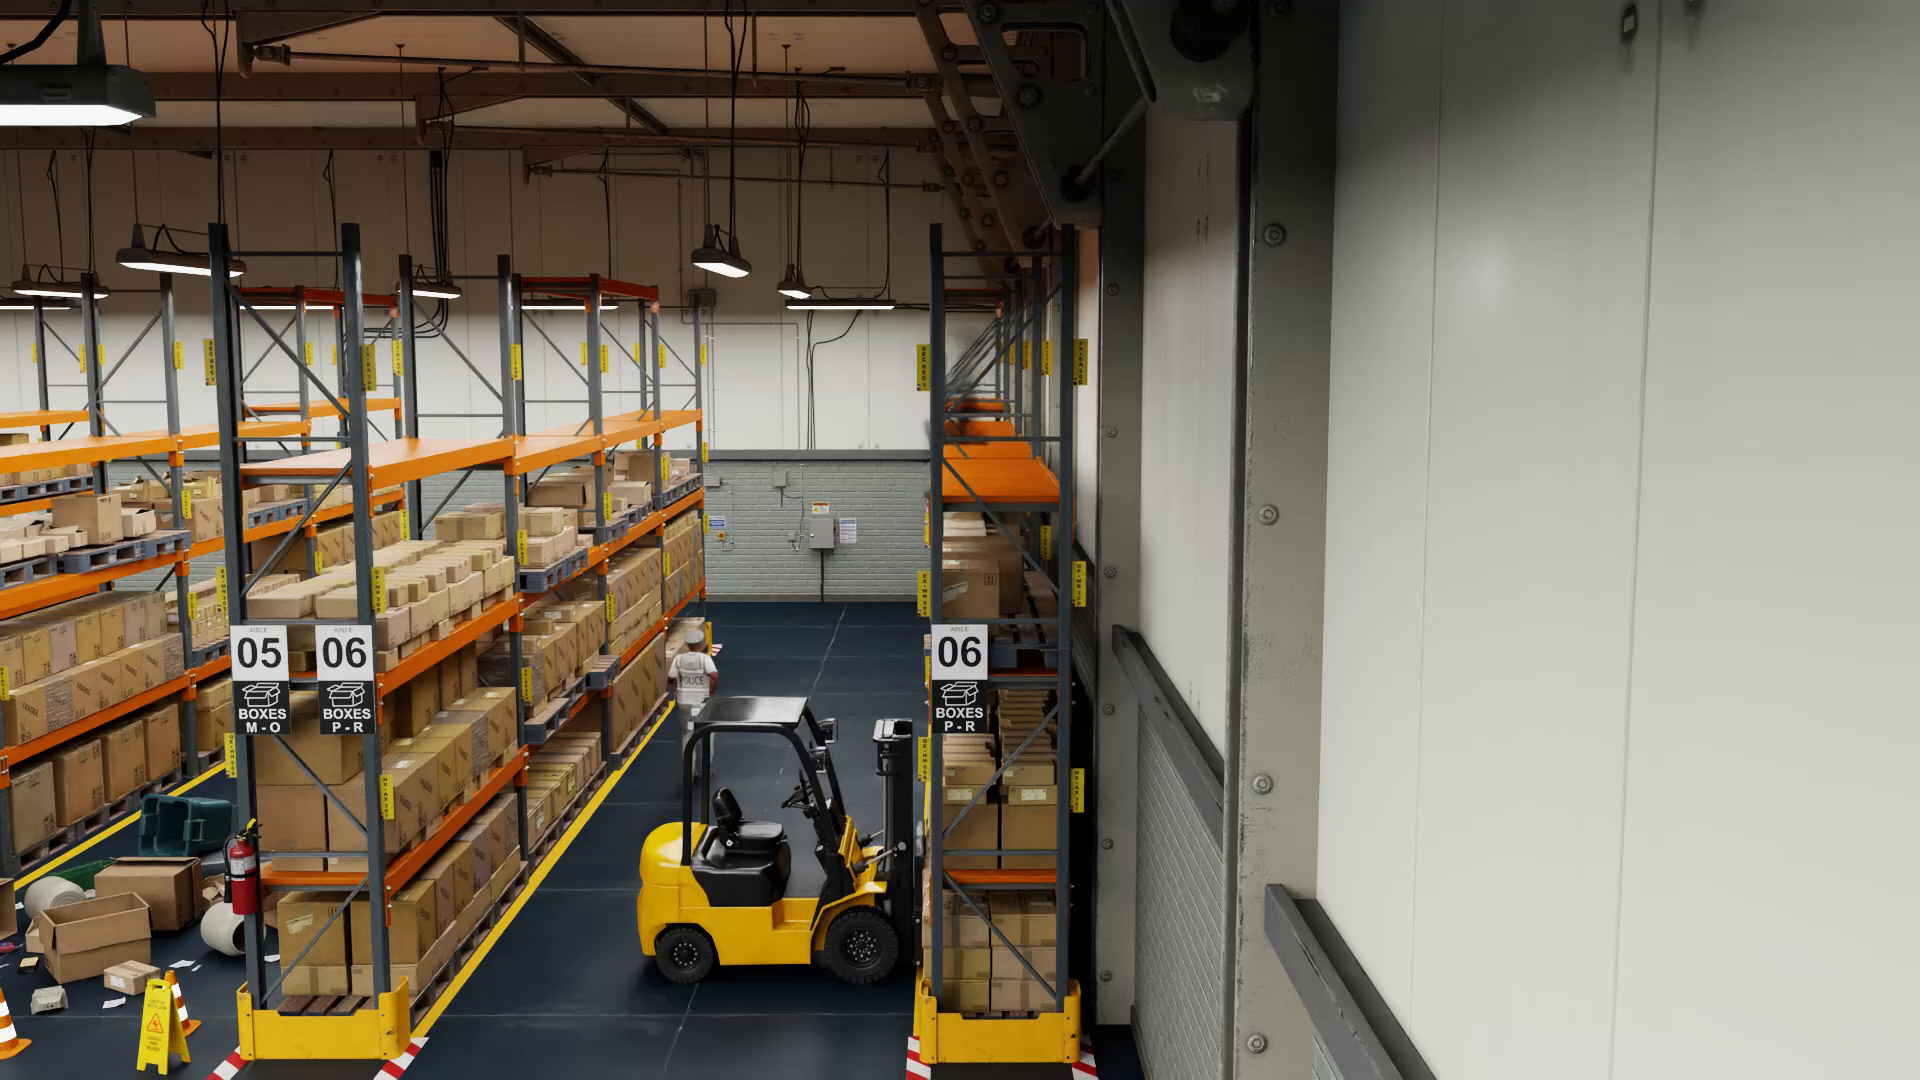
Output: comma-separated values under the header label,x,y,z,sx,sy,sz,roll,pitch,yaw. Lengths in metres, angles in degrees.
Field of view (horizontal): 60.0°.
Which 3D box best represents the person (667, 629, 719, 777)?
label,x,y,z,sx,sy,sz,roll,pitch,yaw
person,-3.174,1.984,19.932,0.650,1.827,0.752,0,7,1
